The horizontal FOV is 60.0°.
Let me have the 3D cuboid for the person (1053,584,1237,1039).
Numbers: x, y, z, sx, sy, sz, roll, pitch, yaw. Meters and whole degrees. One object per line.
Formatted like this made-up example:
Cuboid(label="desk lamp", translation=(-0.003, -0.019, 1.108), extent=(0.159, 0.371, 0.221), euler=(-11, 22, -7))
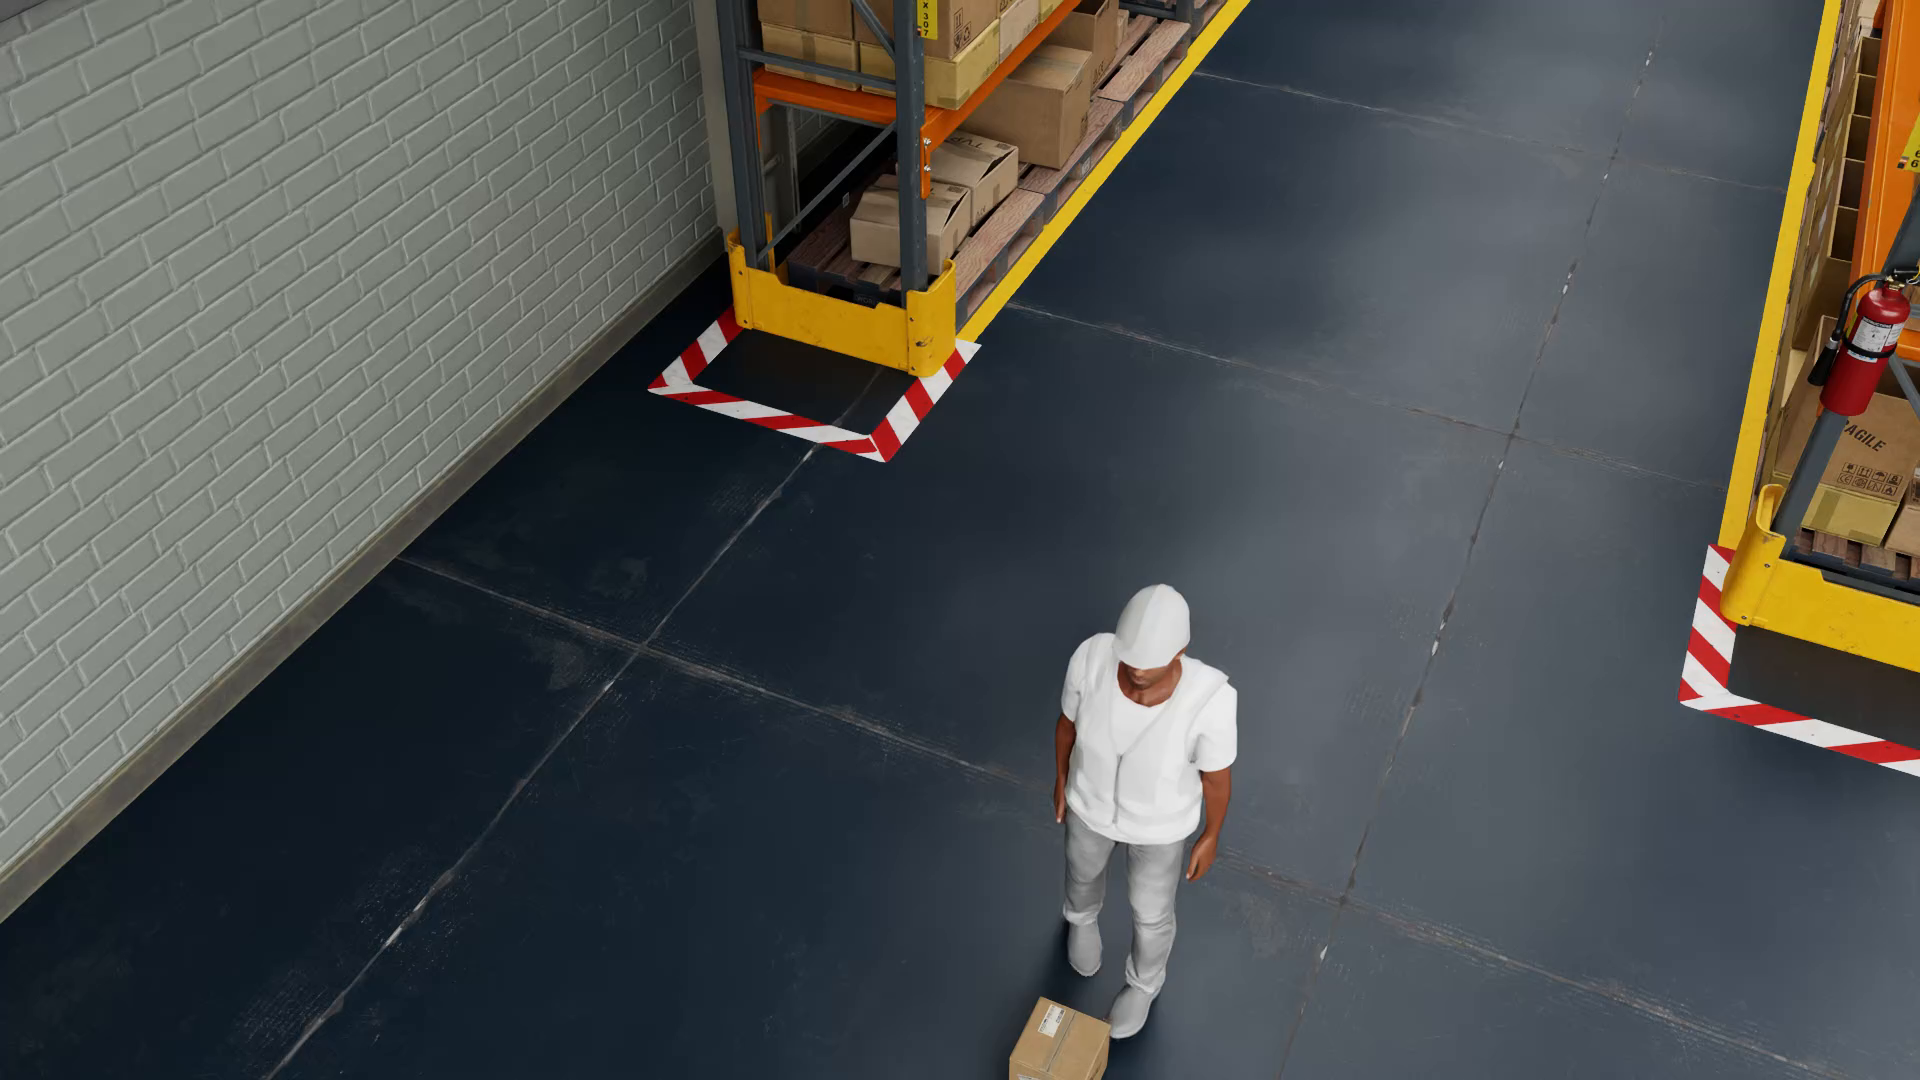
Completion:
Cuboid(label="person", translation=(0.528, 0.862, 5.191), extent=(0.577, 1.788, 0.489), euler=(19, 45, 20))
